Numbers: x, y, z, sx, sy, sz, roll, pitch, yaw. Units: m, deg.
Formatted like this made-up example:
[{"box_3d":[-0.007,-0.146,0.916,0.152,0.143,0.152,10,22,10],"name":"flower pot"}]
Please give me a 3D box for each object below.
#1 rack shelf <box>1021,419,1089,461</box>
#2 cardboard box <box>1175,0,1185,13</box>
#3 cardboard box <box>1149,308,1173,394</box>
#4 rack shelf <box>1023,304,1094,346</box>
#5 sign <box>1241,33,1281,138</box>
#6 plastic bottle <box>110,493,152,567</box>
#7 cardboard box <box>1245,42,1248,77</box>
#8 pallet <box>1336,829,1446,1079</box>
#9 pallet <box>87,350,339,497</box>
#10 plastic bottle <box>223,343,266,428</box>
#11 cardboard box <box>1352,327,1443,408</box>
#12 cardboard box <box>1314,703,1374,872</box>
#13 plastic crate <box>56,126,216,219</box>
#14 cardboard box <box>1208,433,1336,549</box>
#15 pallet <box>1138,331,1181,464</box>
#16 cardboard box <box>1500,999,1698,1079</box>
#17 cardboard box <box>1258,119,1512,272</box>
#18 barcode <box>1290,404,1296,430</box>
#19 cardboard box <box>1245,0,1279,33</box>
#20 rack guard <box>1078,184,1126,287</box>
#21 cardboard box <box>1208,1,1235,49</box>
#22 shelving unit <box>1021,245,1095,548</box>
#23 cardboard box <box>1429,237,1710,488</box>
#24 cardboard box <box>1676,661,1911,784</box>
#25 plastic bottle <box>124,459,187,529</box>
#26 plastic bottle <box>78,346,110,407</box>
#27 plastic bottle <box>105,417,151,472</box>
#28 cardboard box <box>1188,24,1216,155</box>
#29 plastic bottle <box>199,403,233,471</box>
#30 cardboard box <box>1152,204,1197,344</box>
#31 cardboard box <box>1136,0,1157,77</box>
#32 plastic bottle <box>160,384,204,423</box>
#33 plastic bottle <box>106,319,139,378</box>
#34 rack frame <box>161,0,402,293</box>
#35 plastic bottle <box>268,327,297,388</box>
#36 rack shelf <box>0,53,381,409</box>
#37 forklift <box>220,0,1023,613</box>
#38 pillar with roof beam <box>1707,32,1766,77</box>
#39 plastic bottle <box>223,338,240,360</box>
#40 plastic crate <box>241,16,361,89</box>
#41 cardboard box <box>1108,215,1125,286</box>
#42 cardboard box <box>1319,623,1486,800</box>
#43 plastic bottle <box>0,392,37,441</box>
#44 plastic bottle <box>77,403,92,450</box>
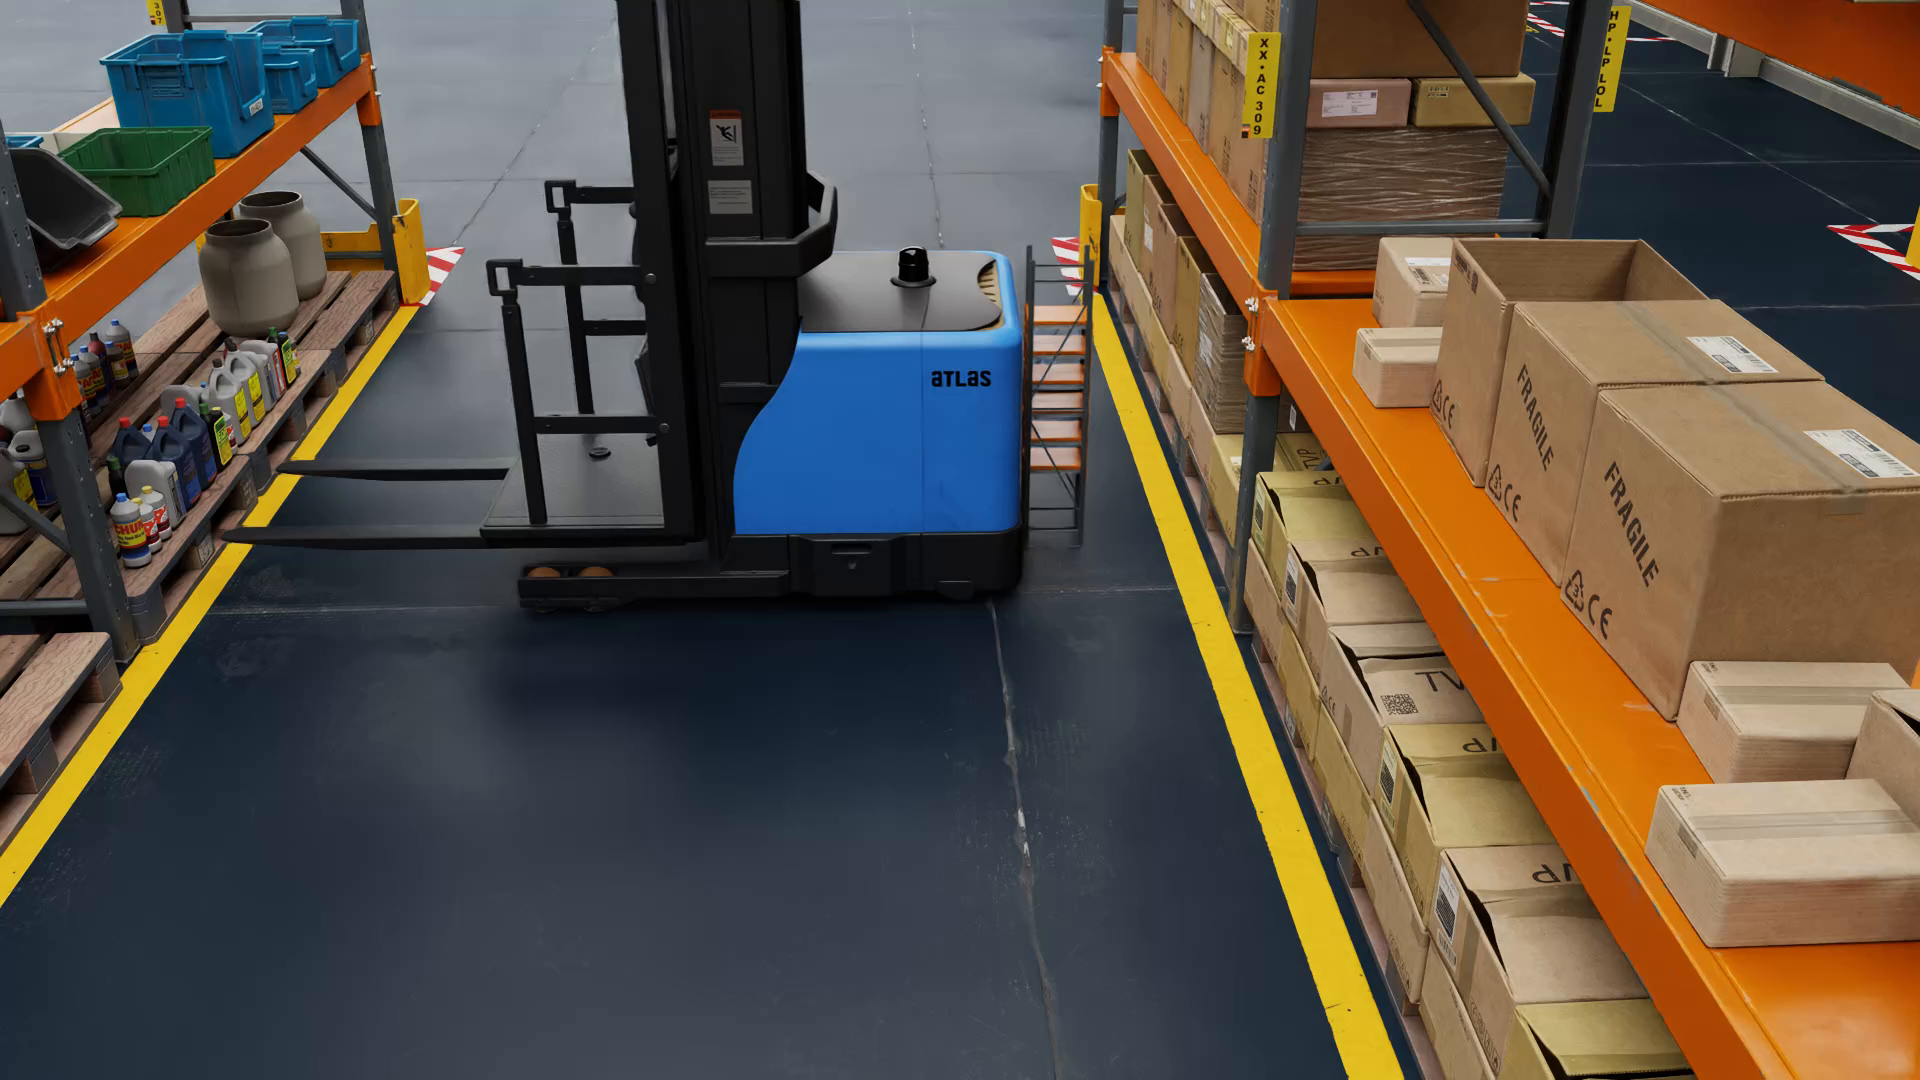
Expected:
[{"box_3d":[0.373,-0.397,6.569,0.258,0.103,0.180,0,28,-1],"name":"rack shelf"},{"box_3d":[1.163,-2.416,7.329,0.380,0.149,0.250,-2,28,-3],"name":"cardboard box"},{"box_3d":[1.171,-0.886,7.725,0.500,0.250,0.500,-1,28,-3],"name":"cardboard box"},{"box_3d":[0.374,-0.823,6.347,0.258,0.103,0.180,0,28,-1],"name":"rack shelf"},{"box_3d":[0.943,-1.423,5.212,0.100,0.325,0.005,-1,28,-3],"name":"sign"},{"box_3d":[-3.029,-0.043,6.063,0.097,0.271,0.097,0,28,0],"name":"plastic bottle"},{"box_3d":[1.242,-1.705,5.966,0.380,0.149,0.250,-2,28,-4],"name":"cardboard box"},{"box_3d":[1.641,1.123,4.369,1.003,0.211,1.213,-1,28,-3],"name":"pallet"},{"box_3d":[-3.510,-0.539,7.556,1.003,0.211,1.213,-1,28,-3],"name":"pallet"},{"box_3d":[-3.119,-0.673,7.185,0.144,0.351,0.185,0,28,-1],"name":"plastic bottle"},{"box_3d":[1.339,-0.492,4.722,0.380,0.149,0.250,-1,28,-3],"name":"cardboard box"},{"box_3d":[1.326,0.683,4.717,0.500,0.250,0.500,-2,28,-4],"name":"cardboard box"},{"box_3d":[-3.239,-1.440,6.496,0.450,0.188,0.662,-1,28,-3],"name":"plastic crate"},{"box_3d":[1.254,-0.194,6.397,0.500,0.250,0.500,-1,28,-3],"name":"cardboard box"},{"box_3d":[1.430,-0.715,7.892,1.003,0.211,1.213,-1,28,-3],"name":"pallet"},{"box_3d":[1.399,1.138,3.237,0.500,0.311,0.500,-2,28,-3],"name":"cardboard box"},{"box_3d":[1.467,-1.267,5.827,0.700,0.500,0.500,-2,28,-4],"name":"cardboard box"},{"box_3d":[1.094,-0.402,5.467,0.001,0.075,0.075,-1,28,-3],"name":"barcode"},{"box_3d":[1.440,-2.075,5.975,0.700,0.500,0.500,-1,28,-3],"name":"cardboard box"},{"box_3d":[1.287,-1.768,9.599,1.175,0.500,0.348,-1,28,-3],"name":"rack guard"},{"box_3d":[1.204,-2.057,6.640,0.380,0.149,0.250,-1,28,-1],"name":"cardboard box"},{"box_3d":[0.373,-0.543,6.493,0.258,1.200,0.189,0,28,-1],"name":"shelving unit"},{"box_3d":[1.548,-0.464,4.287,0.500,0.500,0.500,1,28,1],"name":"cardboard box"},{"box_3d":[1.583,0.353,3.101,0.380,0.149,0.250,1,28,1],"name":"cardboard box"},{"box_3d":[-3.073,-0.194,6.347,0.152,0.276,0.135,0,28,-1],"name":"plastic bottle"},{"box_3d":[-3.857,-0.729,7.380,0.097,0.271,0.097,0,28,0],"name":"plastic bottle"},{"box_3d":[-3.222,-0.300,6.470,0.144,0.351,0.185,-1,28,-3],"name":"plastic bottle"},{"box_3d":[1.383,-1.979,7.192,0.700,0.500,0.500,-1,28,-1],"name":"cardboard box"},{"box_3d":[-3.055,-0.438,6.807,0.061,0.283,0.133,0,28,0],"name":"plastic bottle"},{"box_3d":[1.169,-1.219,7.551,0.500,0.500,0.500,-1,28,-3],"name":"cardboard box"},{"box_3d":[1.300,-2.693,8.563,0.700,0.500,0.500,-1,28,-3],"name":"cardboard box"},{"box_3d":[-3.256,-0.538,7.008,0.152,0.276,0.135,-1,28,-3],"name":"plastic bottle"},{"box_3d":[-3.875,-0.888,7.683,0.097,0.271,0.097,0,28,0],"name":"plastic bottle"},{"box_3d":[-3.659,-2.747,8.774,1.000,3.000,0.127,-1,28,-3],"name":"rack frame"},{"box_3d":[-3.101,-0.847,7.592,0.061,0.283,0.133,-1,28,-1],"name":"plastic bottle"},{"box_3d":[-3.554,-1.505,7.169,1.077,0.370,4.000,-1,28,-3],"name":"rack shelf"},{"box_3d":[-1.289,-1.276,6.027,3.031,2.935,1.130,-1,28,-1],"name":"forklift"},{"box_3d":[2.523,-8.011,12.378,9.100,9.000,0.400,-1,28,-3],"name":"pillar with roof beam"},{"box_3d":[-3.246,-0.780,7.464,0.061,0.283,0.133,-1,28,-3],"name":"plastic bottle"},{"box_3d":[-3.334,-2.457,8.379,0.499,0.251,0.616,-1,28,-3],"name":"plastic crate"},{"box_3d":[1.094,-1.579,9.053,0.500,0.250,0.500,-1,28,-3],"name":"cardboard box"},{"box_3d":[1.319,0.434,4.588,0.500,0.311,0.500,-2,28,-4],"name":"cardboard box"},{"box_3d":[-3.798,-0.449,6.755,0.144,0.351,0.185,-2,28,-3],"name":"plastic bottle"},{"box_3d":[-3.697,-0.497,6.921,0.061,0.283,0.133,-1,28,-3],"name":"plastic bottle"}]
